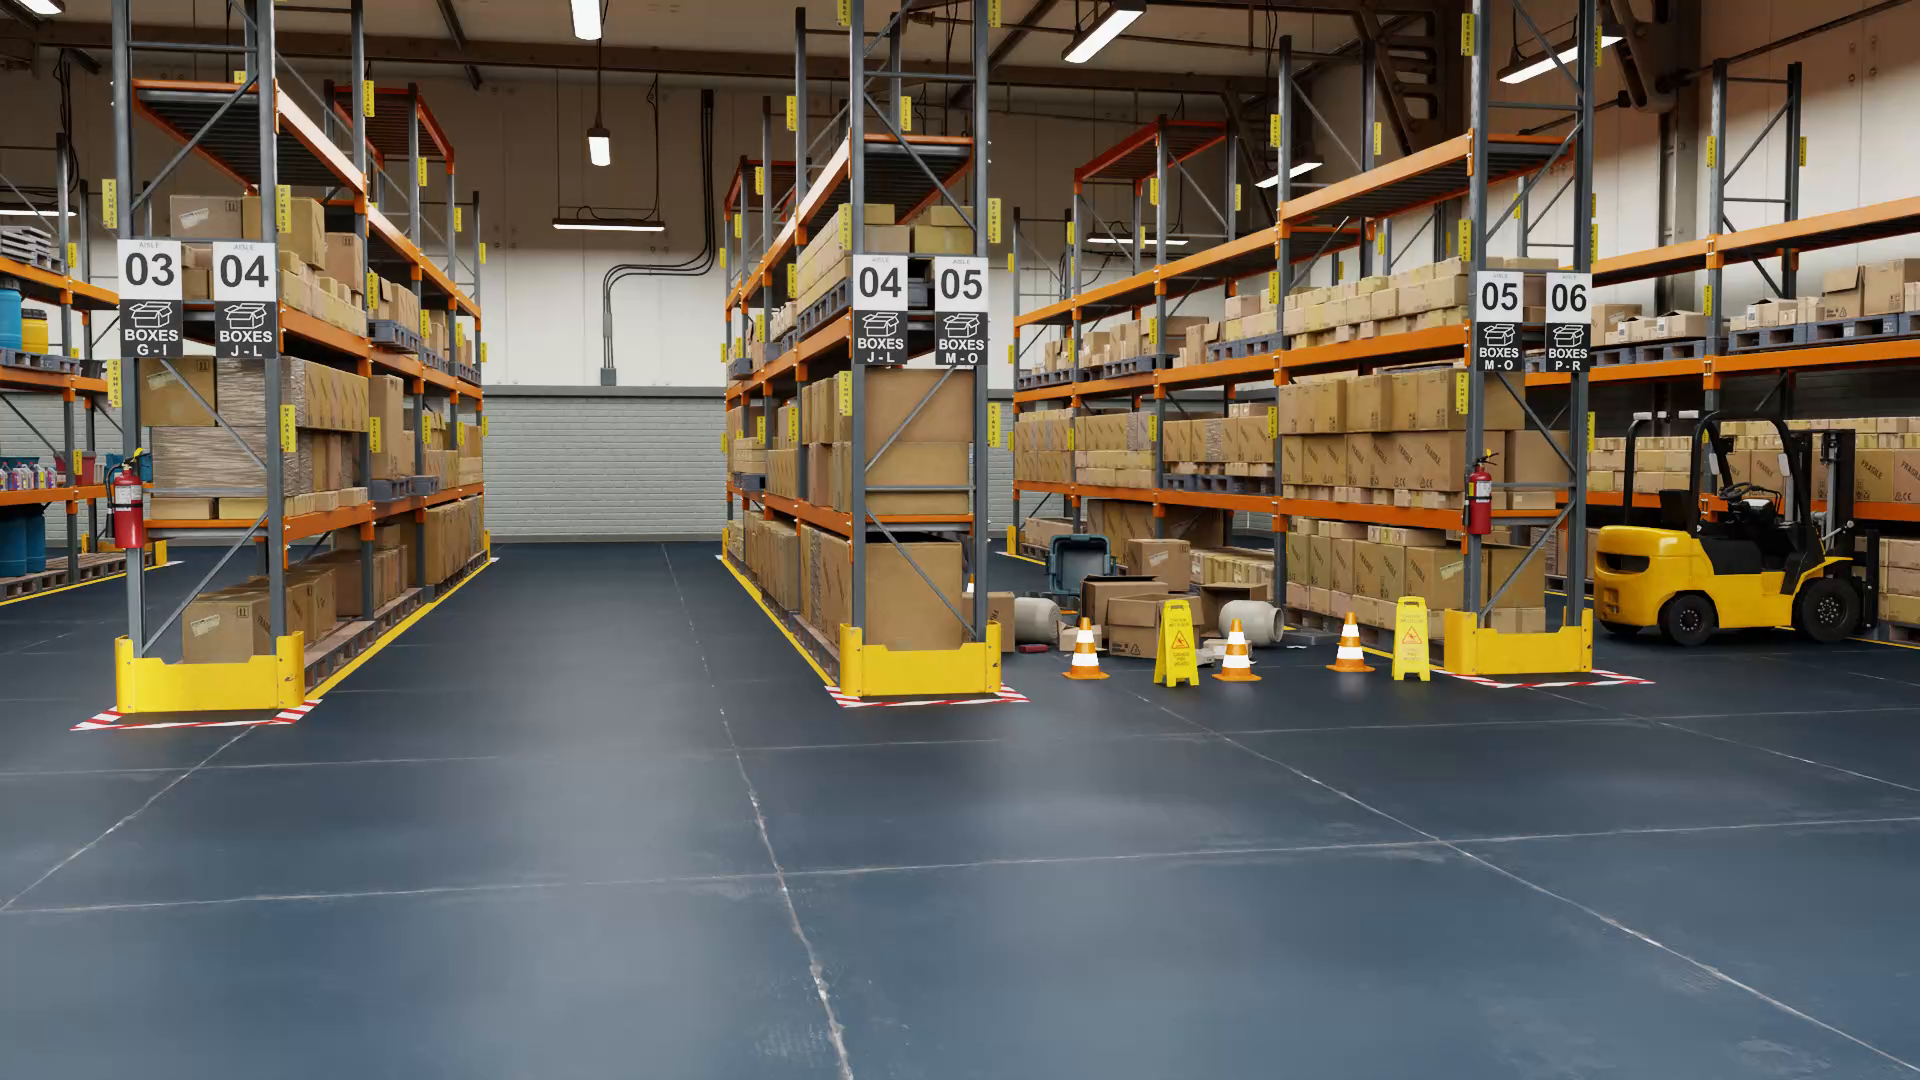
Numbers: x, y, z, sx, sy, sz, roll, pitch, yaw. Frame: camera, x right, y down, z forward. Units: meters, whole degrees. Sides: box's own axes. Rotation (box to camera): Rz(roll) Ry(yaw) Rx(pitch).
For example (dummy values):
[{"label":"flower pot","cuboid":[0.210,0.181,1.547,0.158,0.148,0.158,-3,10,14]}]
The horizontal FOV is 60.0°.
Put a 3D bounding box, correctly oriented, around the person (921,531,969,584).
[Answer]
[{"label":"person","cuboid":[-0.213,0.249,19.127,0.541,0.926,0.859,-1,3,-12]}]
